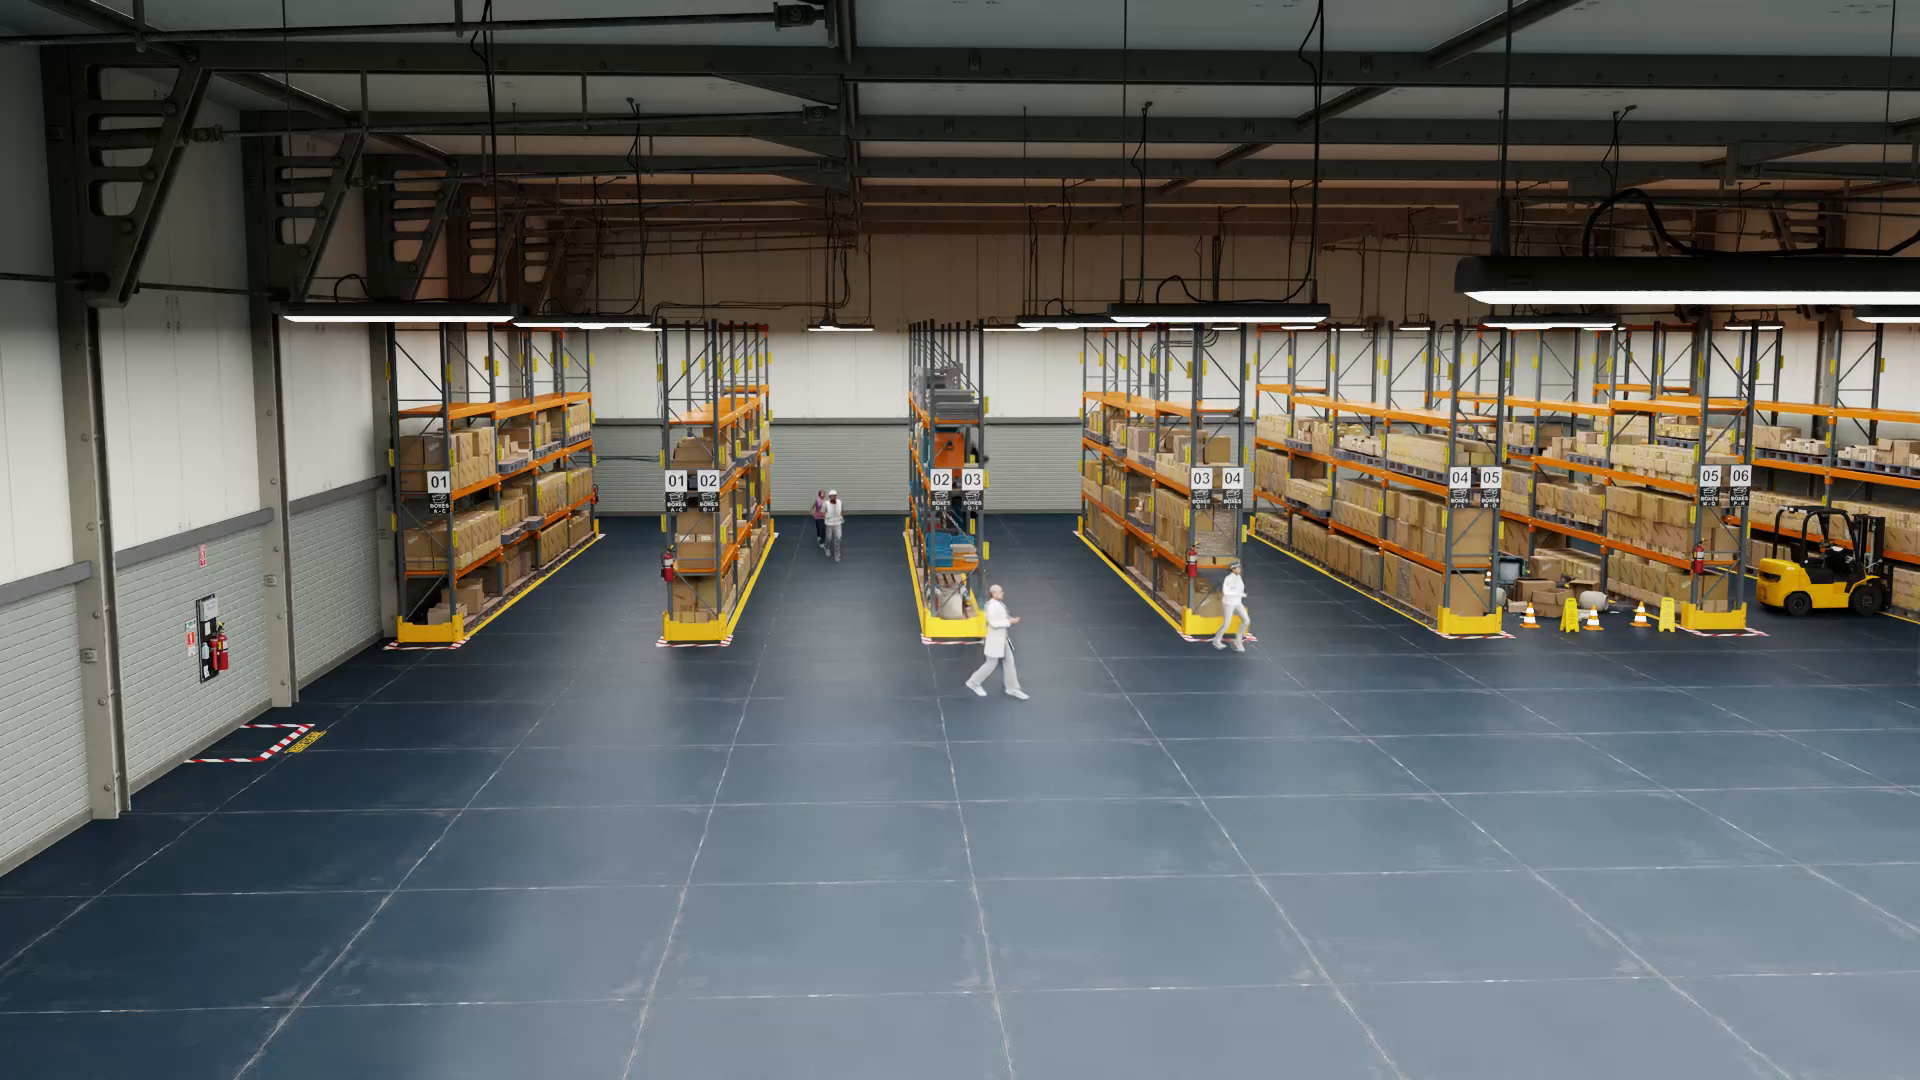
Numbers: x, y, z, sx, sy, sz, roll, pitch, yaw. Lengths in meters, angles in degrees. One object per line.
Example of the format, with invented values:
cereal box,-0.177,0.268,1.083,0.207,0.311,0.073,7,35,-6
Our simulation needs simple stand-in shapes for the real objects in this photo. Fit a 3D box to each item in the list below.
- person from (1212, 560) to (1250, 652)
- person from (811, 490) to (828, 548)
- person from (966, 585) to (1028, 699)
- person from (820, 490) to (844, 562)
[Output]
person,4.913,1.185,30.168,0.700,1.704,0.634,7,10,44
person,-3.739,-0.570,44.795,0.537,1.566,0.503,-2,7,-16
person,0.575,1.598,26.080,0.980,1.804,0.698,2,7,17
person,-3.231,-0.376,42.196,0.644,1.794,0.972,-2,7,-16
